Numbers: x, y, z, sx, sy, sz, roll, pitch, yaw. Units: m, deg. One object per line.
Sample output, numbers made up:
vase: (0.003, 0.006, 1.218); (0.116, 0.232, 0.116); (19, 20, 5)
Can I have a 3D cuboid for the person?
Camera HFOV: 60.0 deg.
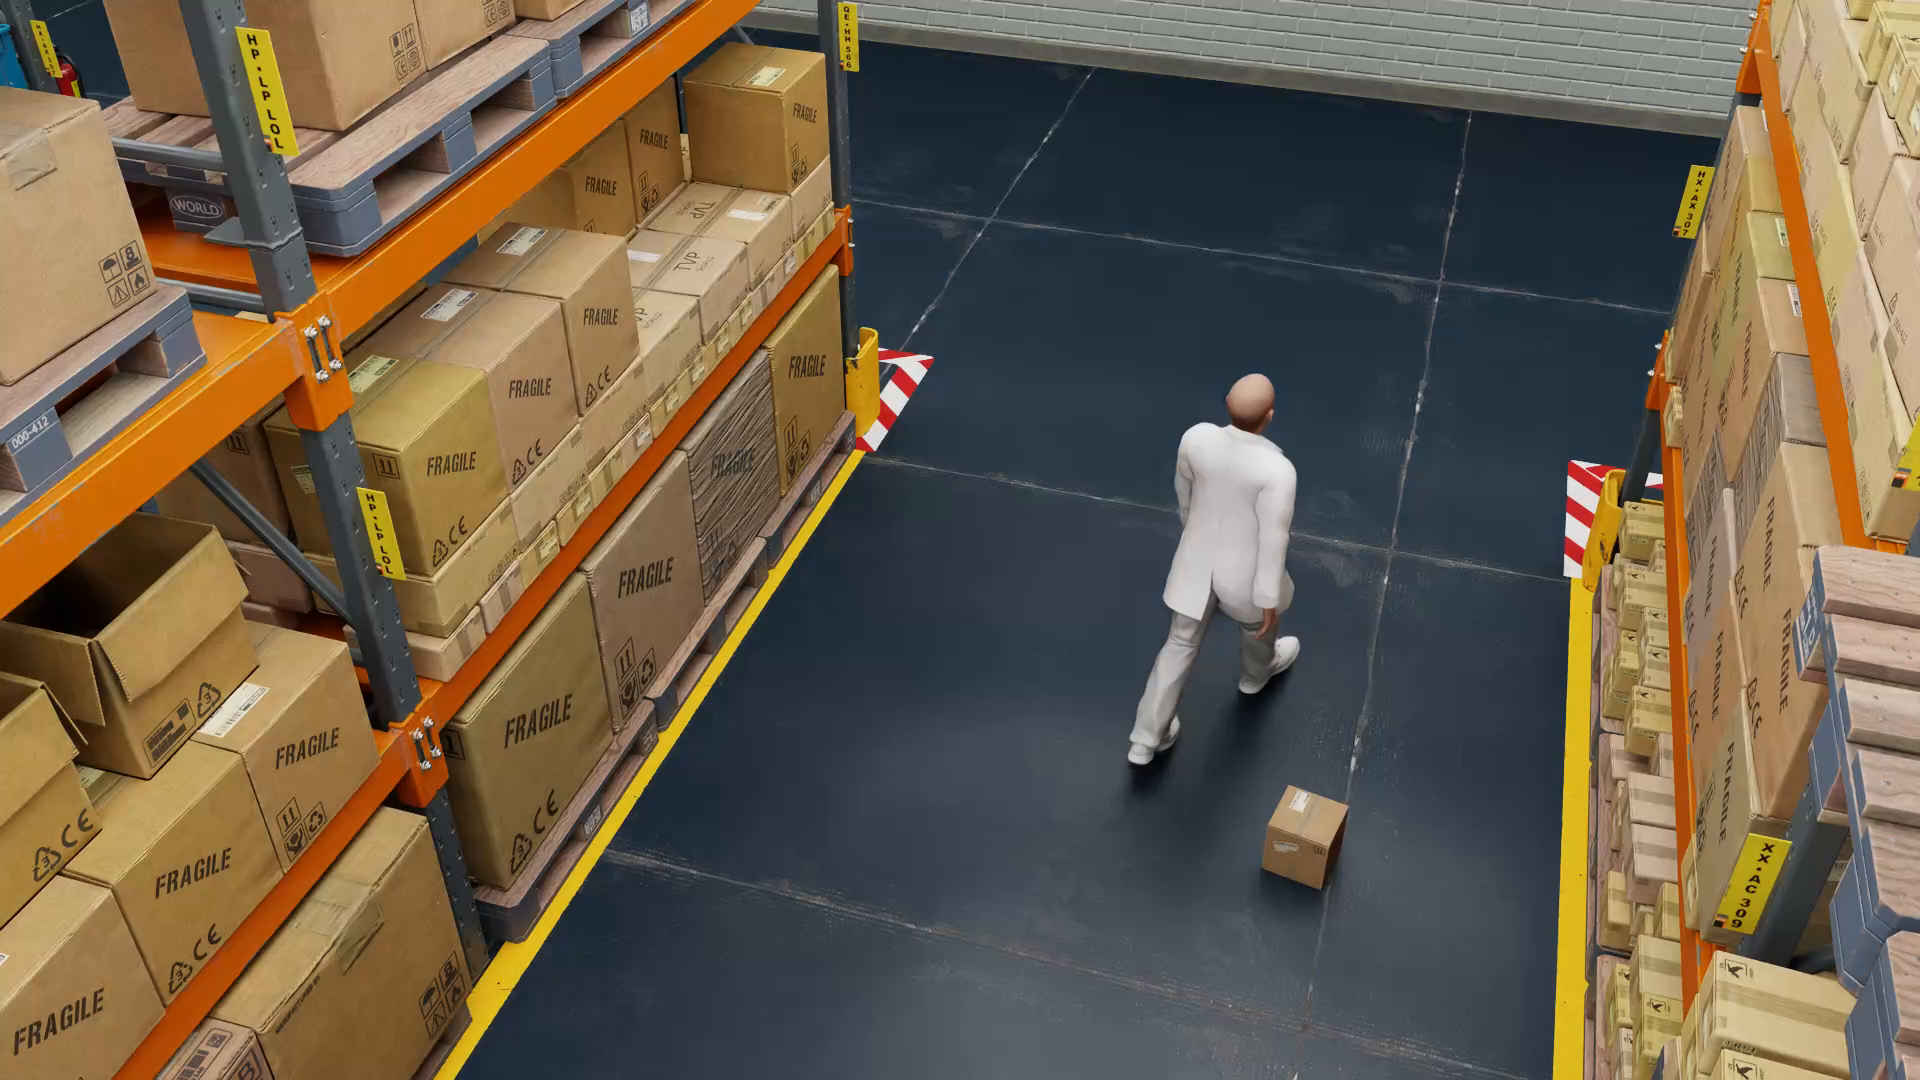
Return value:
person: (1.104, 0.078, 6.814); (0.617, 1.737, 1.147); (24, 43, 28)
